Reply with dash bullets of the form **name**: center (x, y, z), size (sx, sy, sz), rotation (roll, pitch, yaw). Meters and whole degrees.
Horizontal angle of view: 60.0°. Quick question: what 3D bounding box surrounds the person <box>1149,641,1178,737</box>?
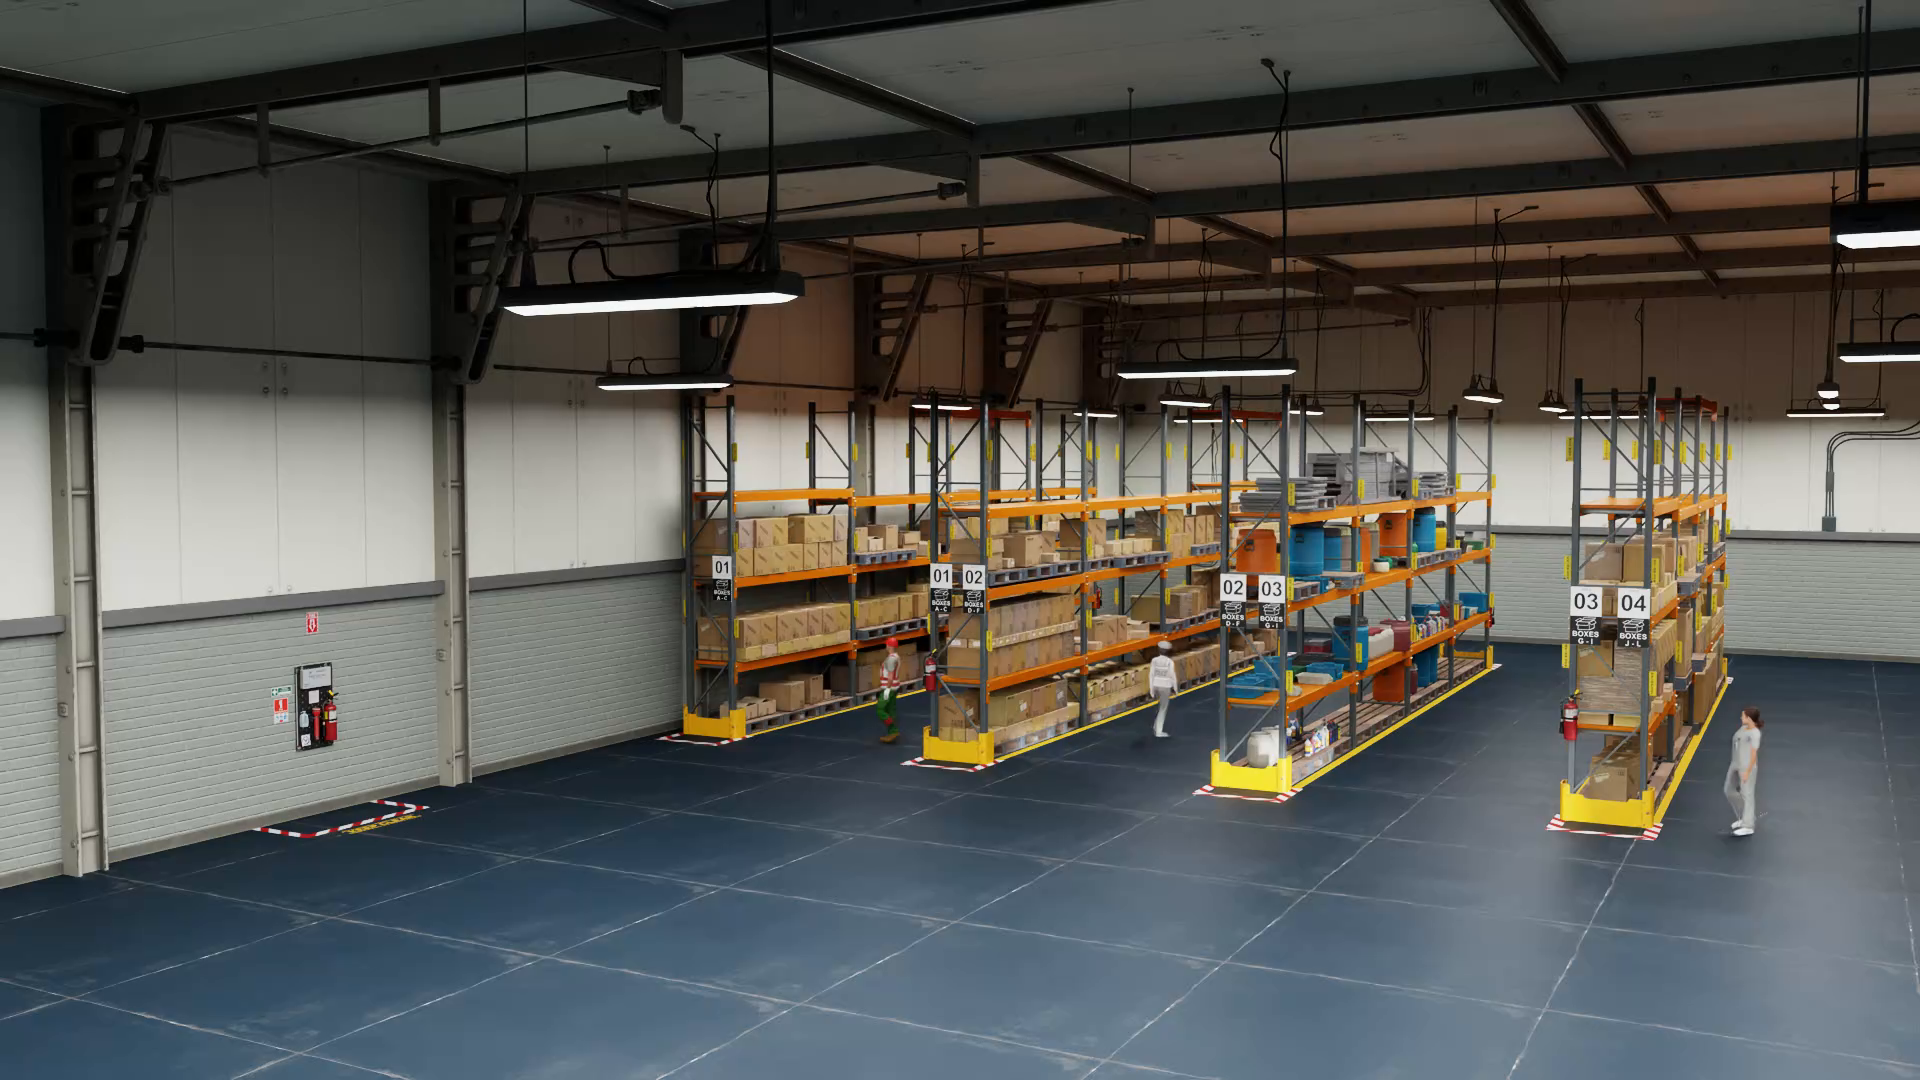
- **person**: center (3.598, 2.617, 29.130), size (0.434, 1.703, 0.442), rotation (-2, 3, -27)

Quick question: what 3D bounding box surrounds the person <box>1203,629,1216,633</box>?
- **person**: center (6.895, 1.756, 46.362), size (0.523, 1.679, 0.378), rotation (0, 3, 5)

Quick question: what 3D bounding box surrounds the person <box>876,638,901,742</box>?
- **person**: center (-1.206, 2.586, 28.718), size (0.412, 1.794, 0.608), rotation (1, 3, 11)

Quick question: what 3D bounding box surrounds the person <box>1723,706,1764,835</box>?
- **person**: center (10.299, 3.010, 21.874), size (0.458, 1.684, 0.554), rotation (0, 3, -9)
